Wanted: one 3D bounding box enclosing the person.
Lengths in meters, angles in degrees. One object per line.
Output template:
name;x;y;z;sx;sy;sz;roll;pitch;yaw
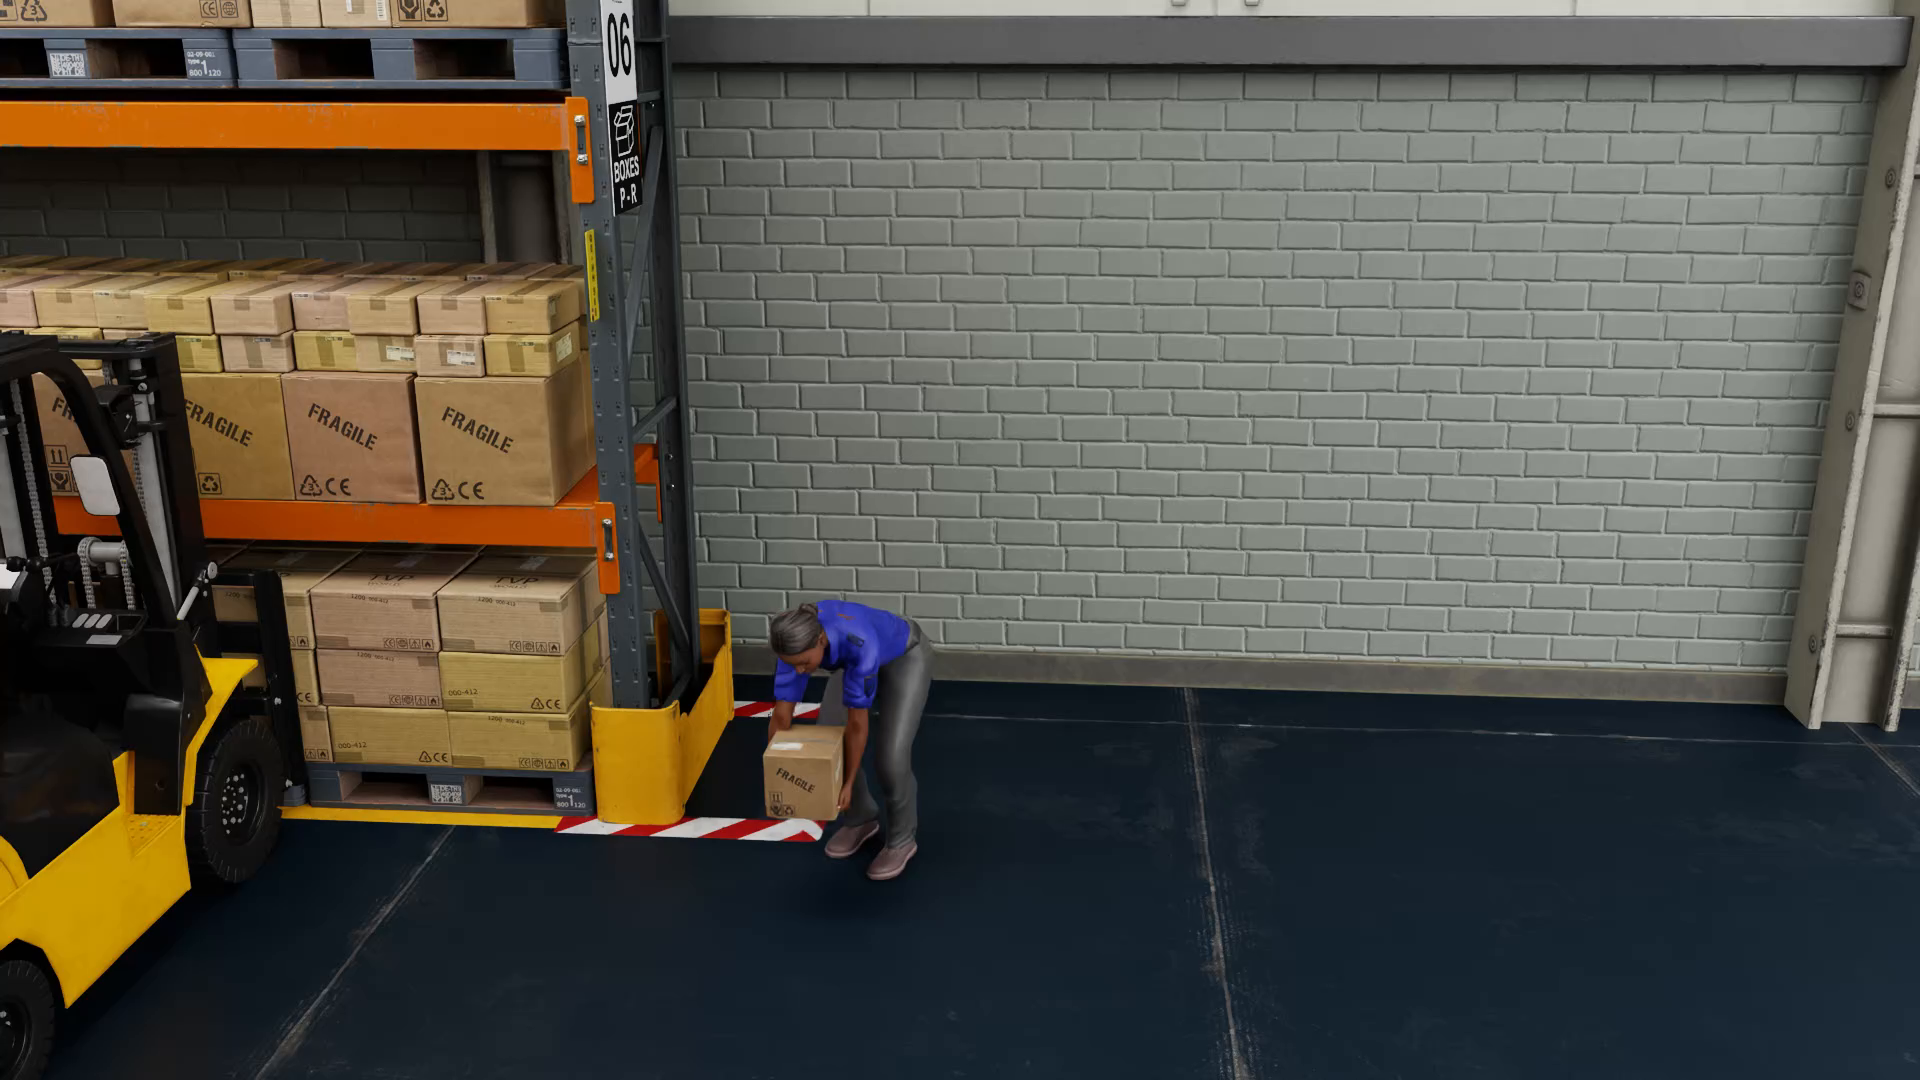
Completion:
person;-0.414;0.710;6.146;0.428;1.165;0.839;10;20;28
